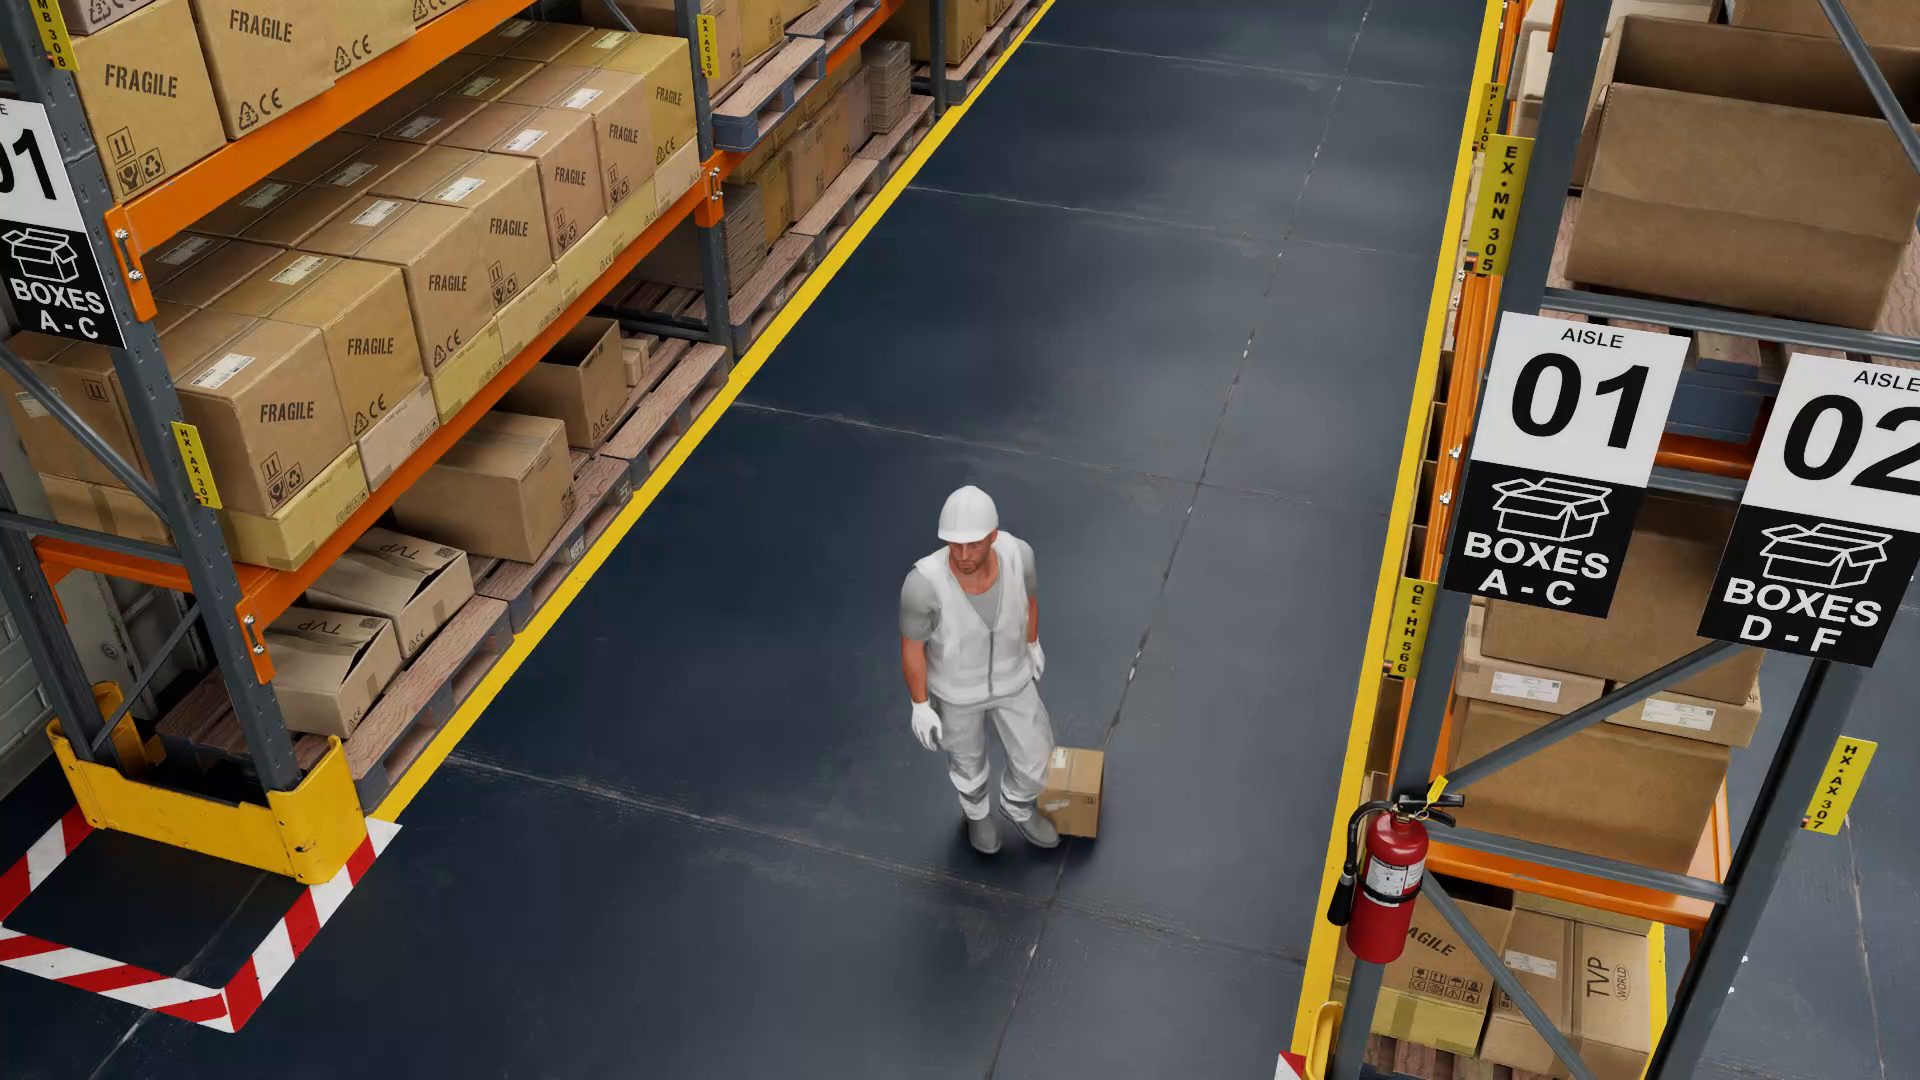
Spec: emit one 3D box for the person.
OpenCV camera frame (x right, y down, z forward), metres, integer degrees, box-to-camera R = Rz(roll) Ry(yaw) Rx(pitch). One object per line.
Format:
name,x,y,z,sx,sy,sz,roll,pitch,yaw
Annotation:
person,0.078,0.525,6.139,0.607,1.776,0.480,-10,38,-13
